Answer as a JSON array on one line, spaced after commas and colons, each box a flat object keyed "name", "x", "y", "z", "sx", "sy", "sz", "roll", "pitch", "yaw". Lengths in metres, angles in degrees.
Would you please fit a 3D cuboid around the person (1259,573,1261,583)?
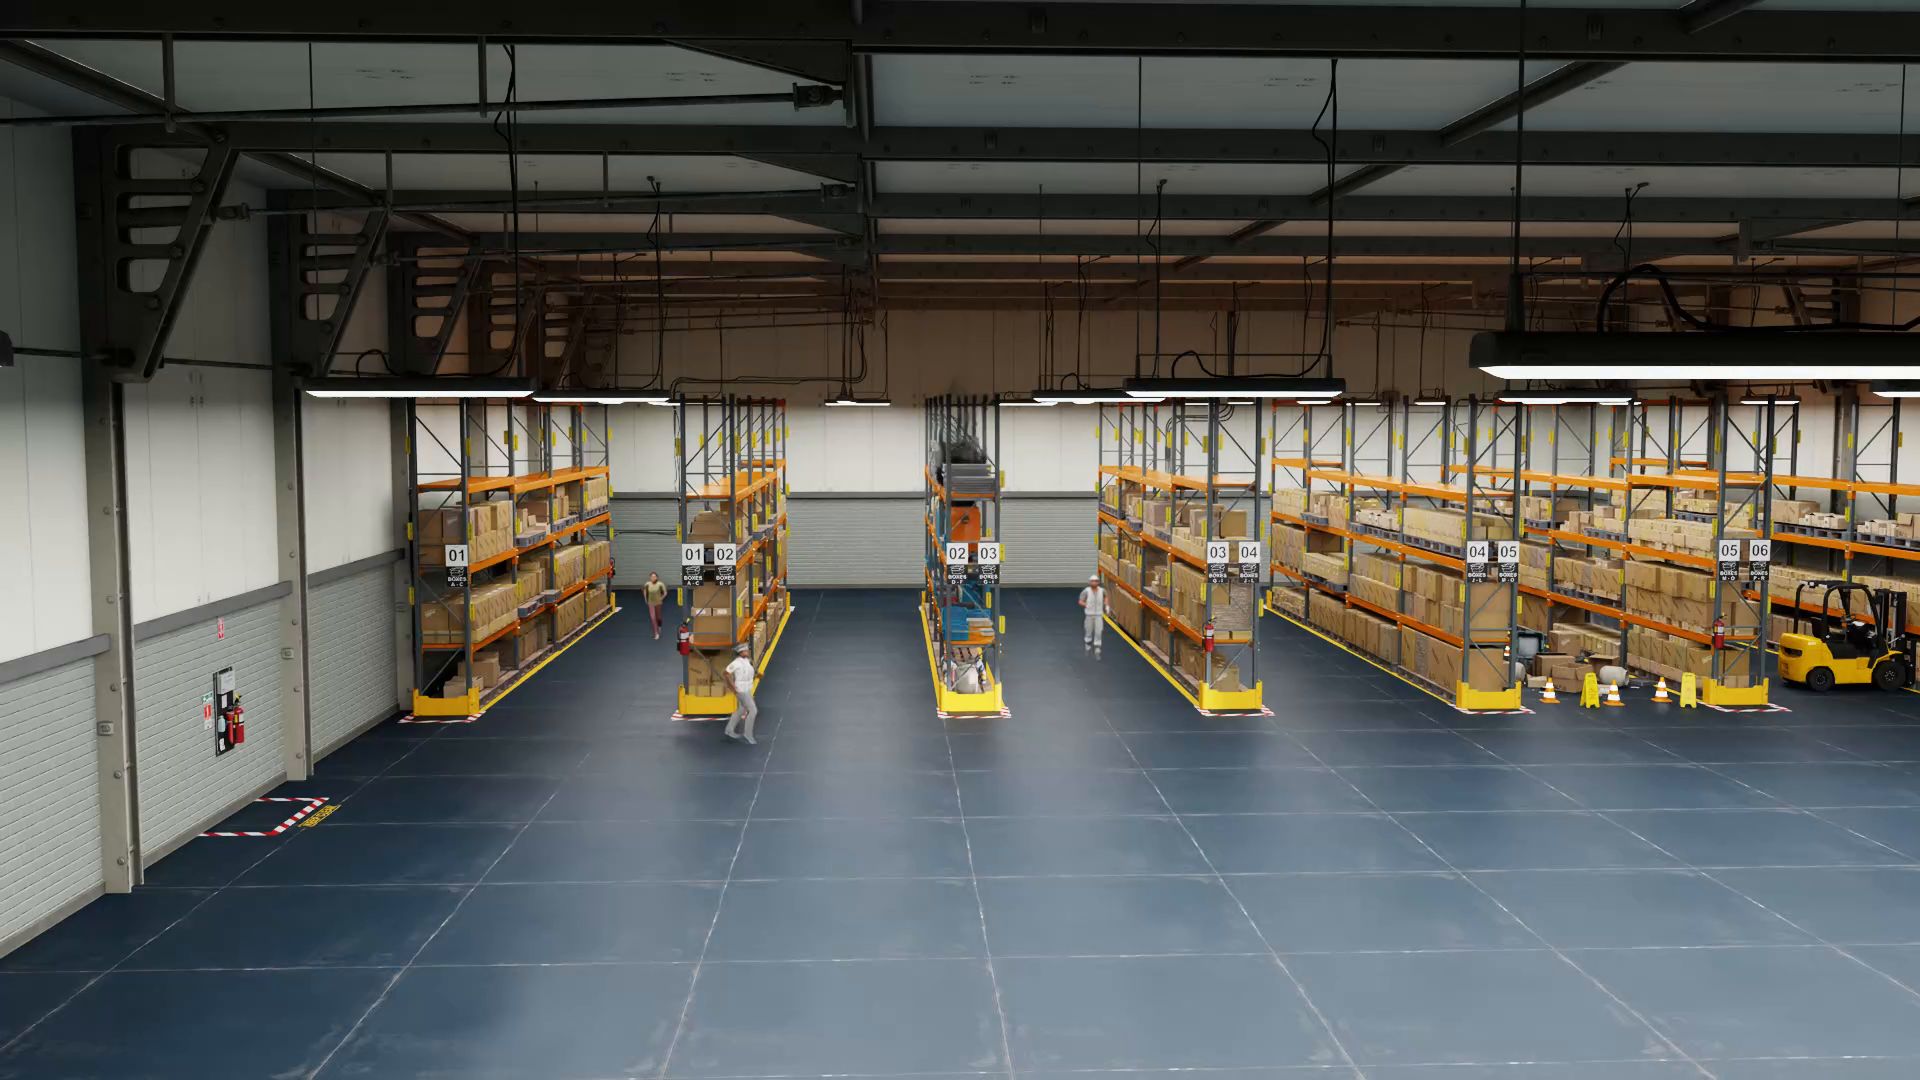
[{"name": "person", "x": 7.796, "y": 1.379, "z": 44.596, "sx": 0.527, "sy": 1.655, "sz": 0.766, "roll": -1, "pitch": 5, "yaw": -8}]

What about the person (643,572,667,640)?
[{"name": "person", "x": -7.624, "y": 1.623, "z": 41.602, "sx": 0.602, "sy": 1.655, "sz": 0.912, "roll": 0, "pitch": 5, "yaw": -4}]

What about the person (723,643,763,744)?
[{"name": "person", "x": -3.716, "y": 2.633, "z": 28.525, "sx": 0.738, "sy": 1.754, "sz": 0.543, "roll": 1, "pitch": 5, "yaw": 12}]

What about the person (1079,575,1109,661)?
[{"name": "person", "x": 2.920, "y": 1.670, "z": 36.223, "sx": 0.681, "sy": 1.833, "sz": 0.815, "roll": 0, "pitch": 5, "yaw": -4}]
